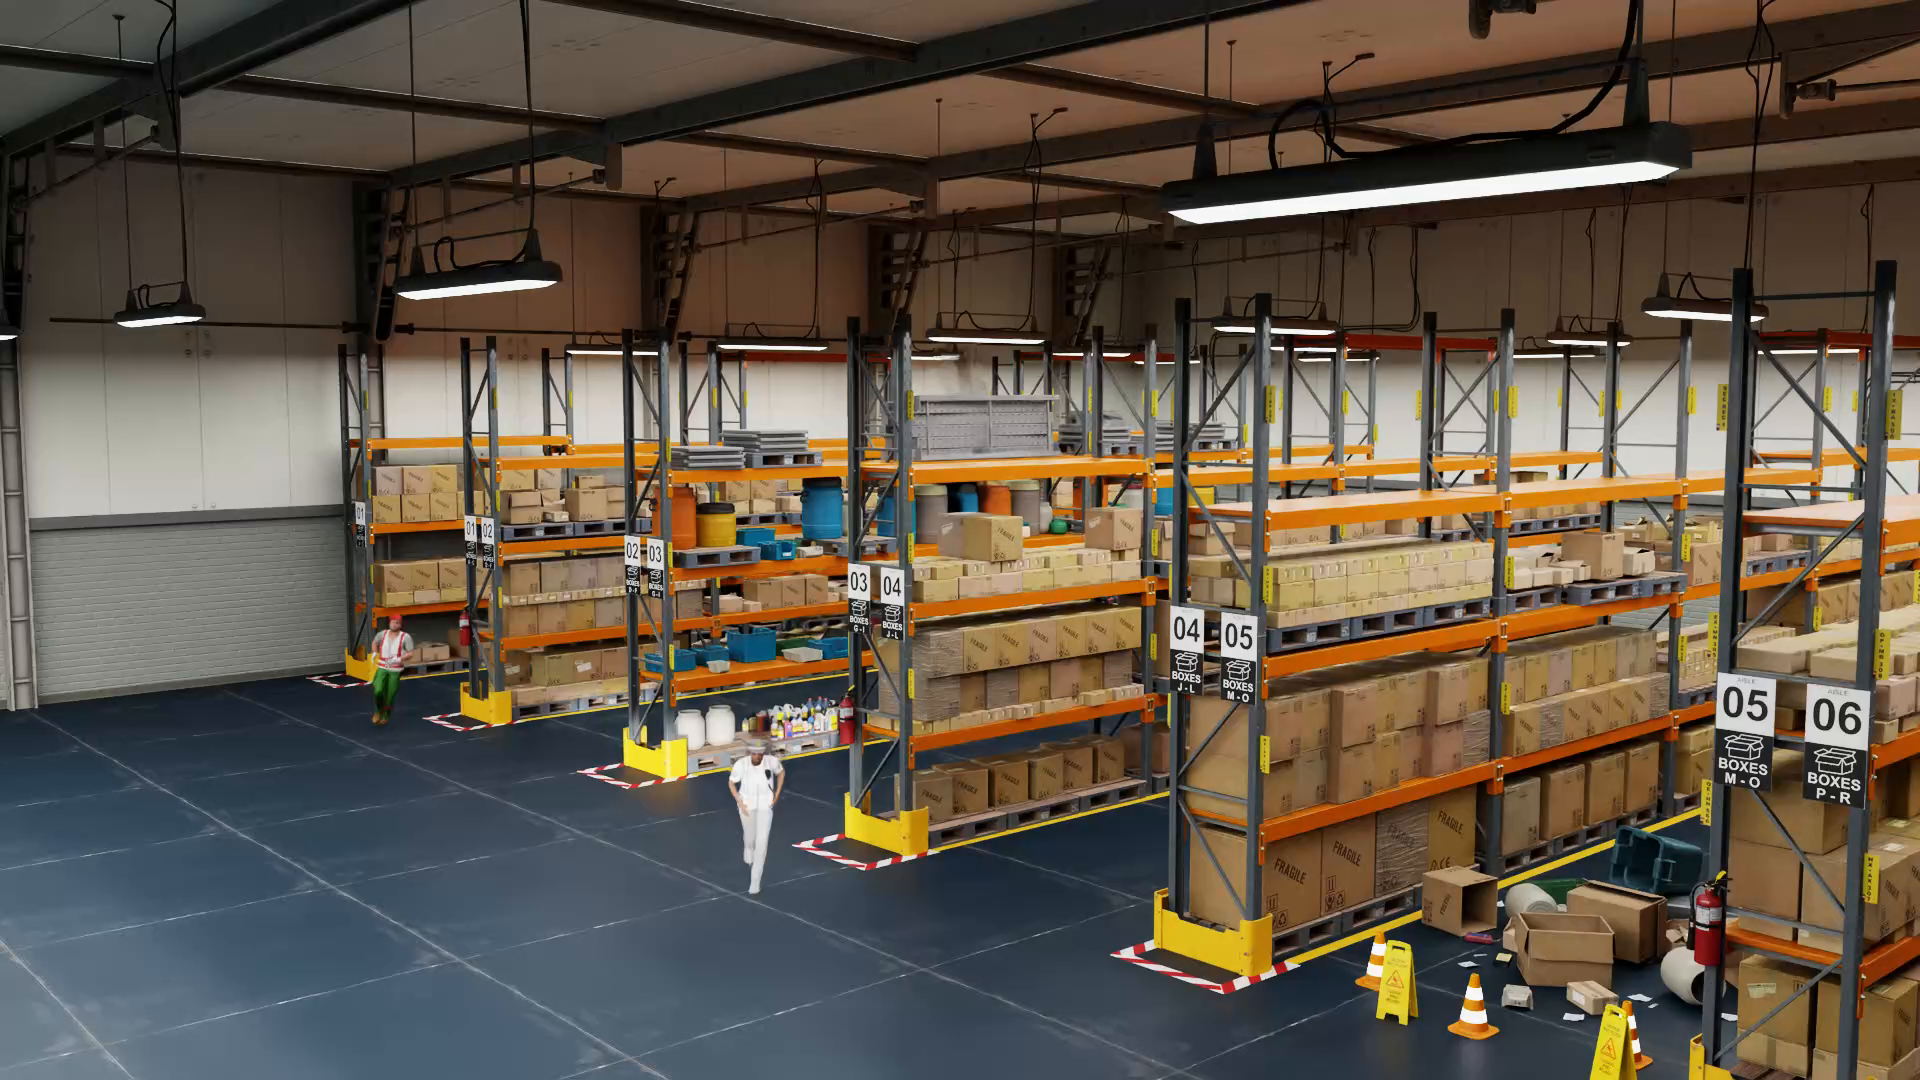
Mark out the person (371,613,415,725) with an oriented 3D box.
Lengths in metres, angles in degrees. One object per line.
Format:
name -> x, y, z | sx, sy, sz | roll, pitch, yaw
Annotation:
person -> -8.749, 1.996, 25.632 | 0.676, 1.737, 0.598 | -1, 5, -8

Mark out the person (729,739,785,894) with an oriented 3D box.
person -> -2.149, 2.830, 17.520 | 0.596, 1.643, 0.951 | -1, 5, -15

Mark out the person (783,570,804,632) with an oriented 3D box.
person -> -3.225, 1.369, 32.689 | 0.843, 1.767, 0.689 | -4, 7, -40
